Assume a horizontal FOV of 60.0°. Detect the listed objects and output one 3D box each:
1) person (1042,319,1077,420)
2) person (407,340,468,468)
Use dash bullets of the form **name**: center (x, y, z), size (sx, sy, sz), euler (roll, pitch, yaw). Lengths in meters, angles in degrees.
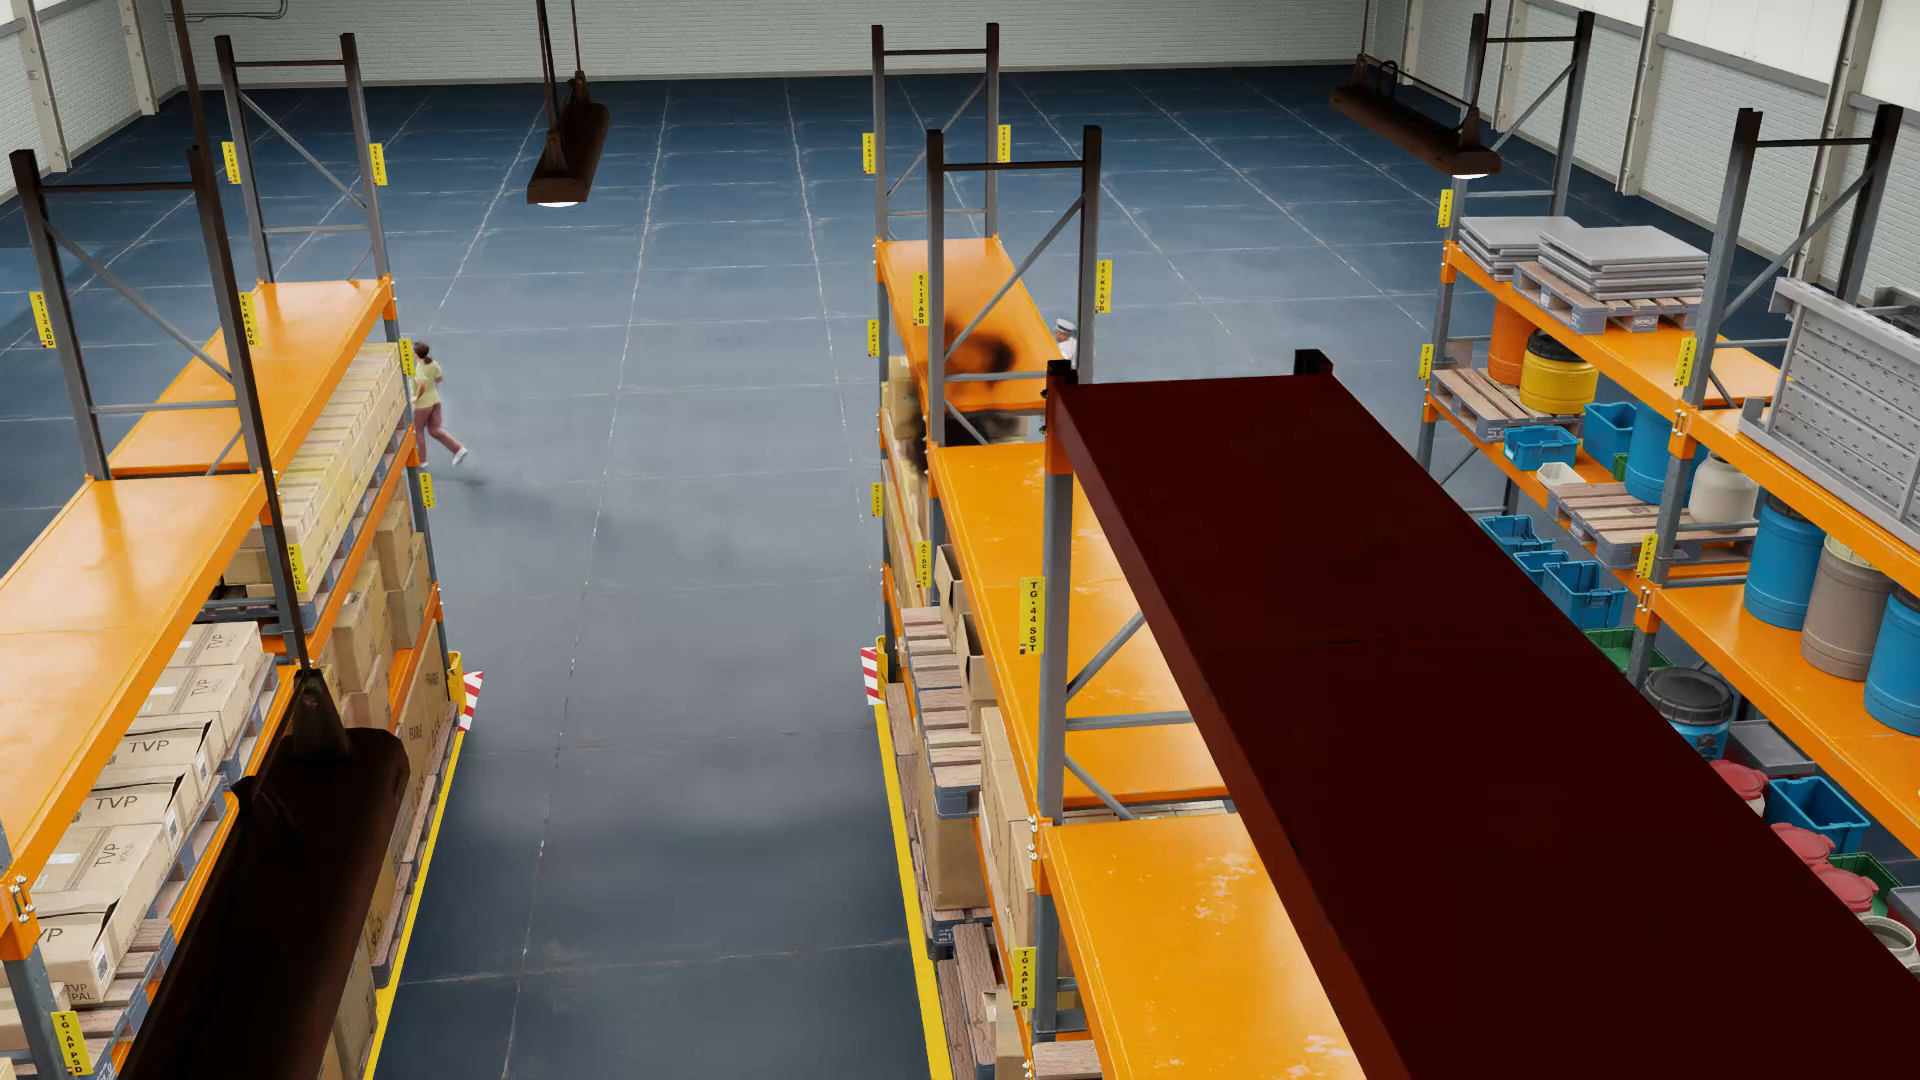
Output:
- **person**: center (1.246, -1.829, 20.320), size (0.814, 1.815, 0.627), euler (4, 26, 9)
- **person**: center (-6.365, -1.595, 19.902), size (0.935, 1.663, 0.578), euler (11, 28, 21)
